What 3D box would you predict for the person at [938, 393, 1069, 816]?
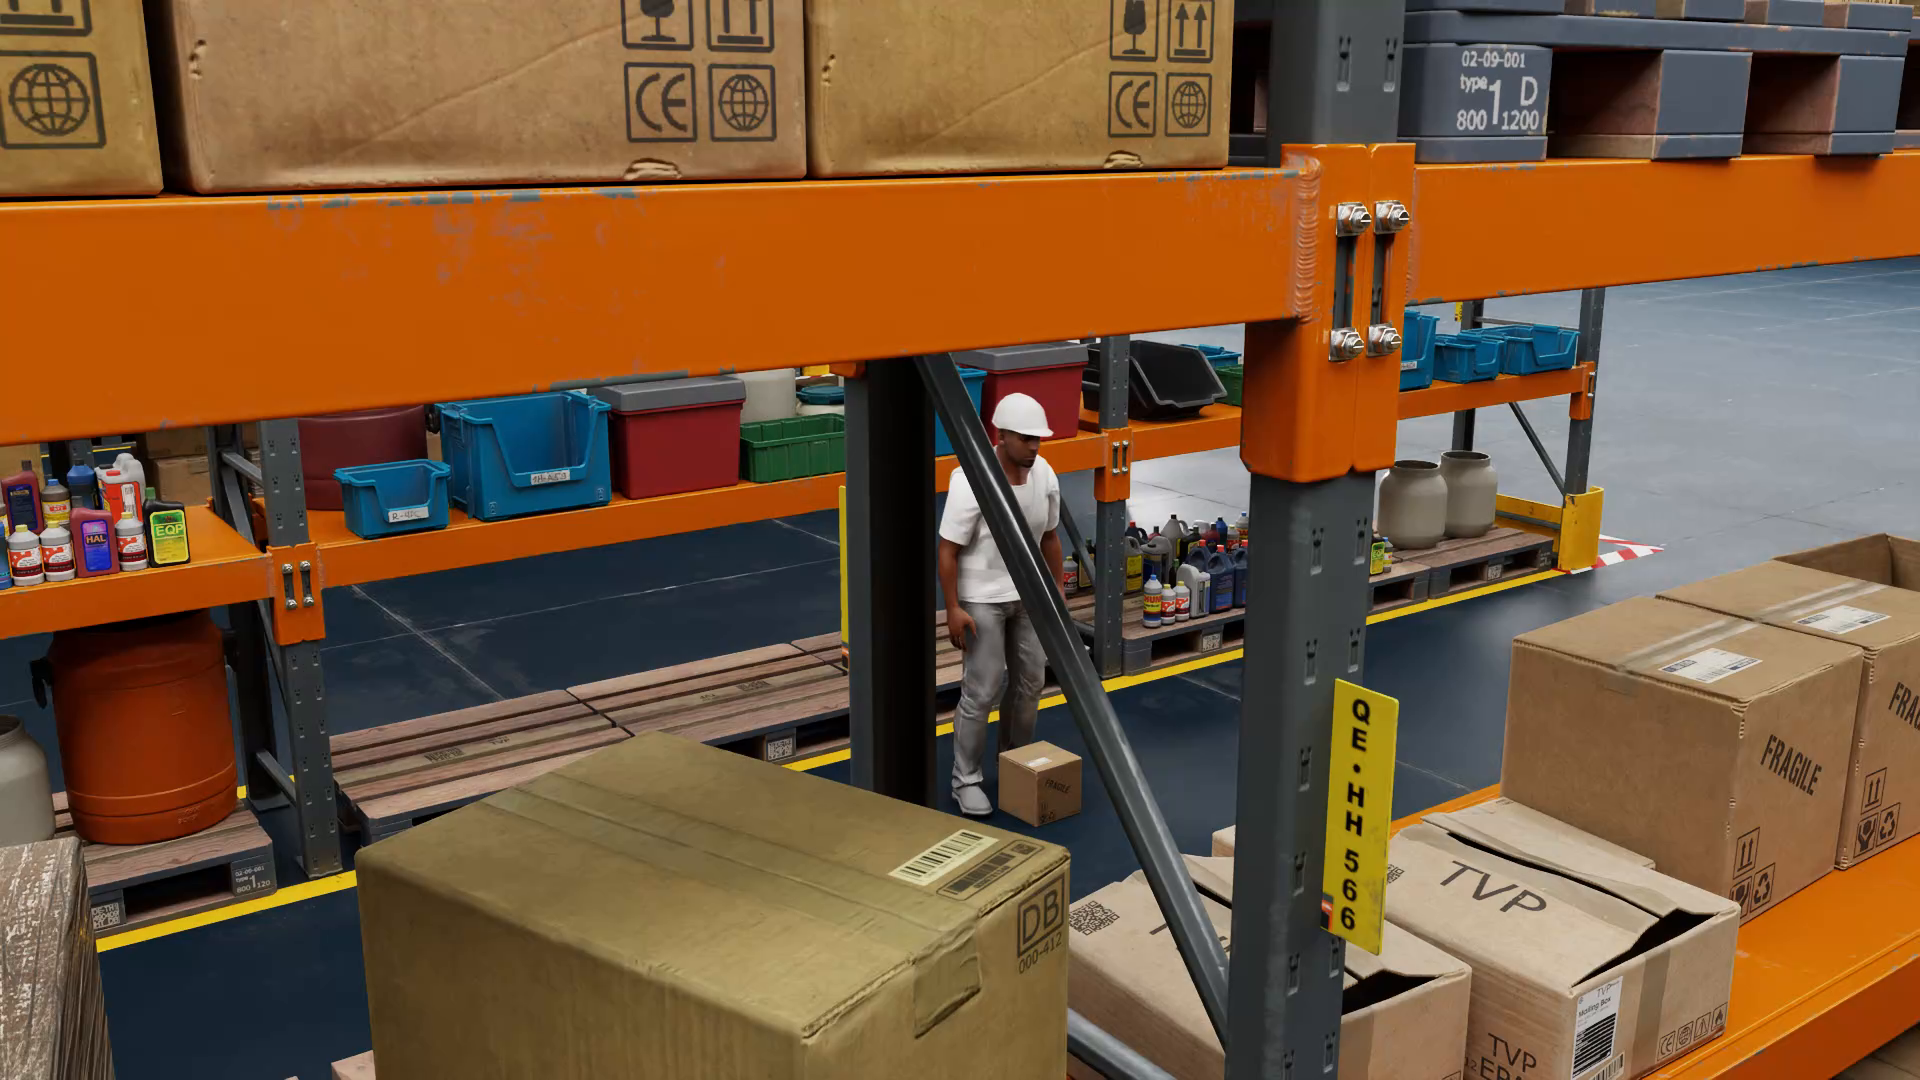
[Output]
[{"bbox_3d":[0.192,0.251,6.989,0.627,1.761,0.456,-10,17,-34],"label":"person"}]
